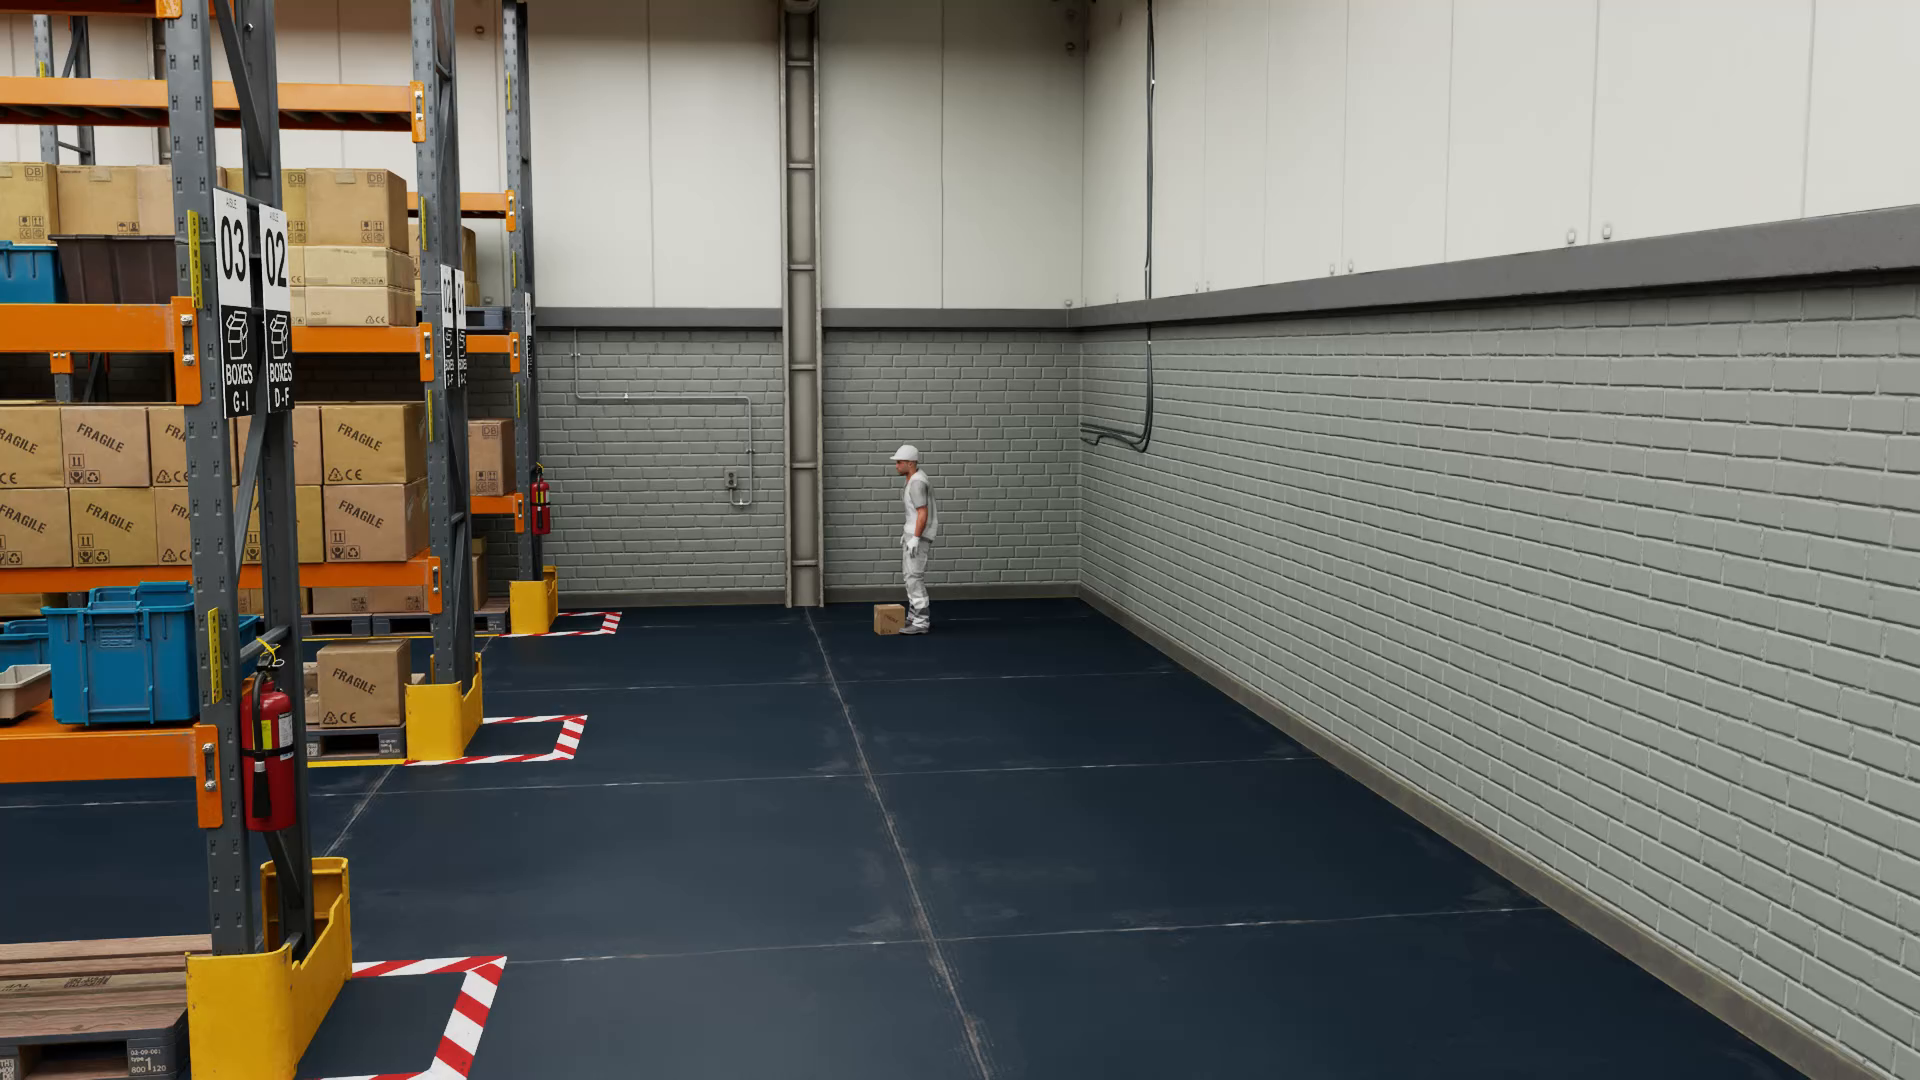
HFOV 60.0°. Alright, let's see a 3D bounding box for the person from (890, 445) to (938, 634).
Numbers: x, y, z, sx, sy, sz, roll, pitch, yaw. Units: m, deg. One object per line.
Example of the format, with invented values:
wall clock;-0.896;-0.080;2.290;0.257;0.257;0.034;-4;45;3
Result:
person;-0.439;-0.009;15.722;0.448;1.779;0.609;-1;6;-8
